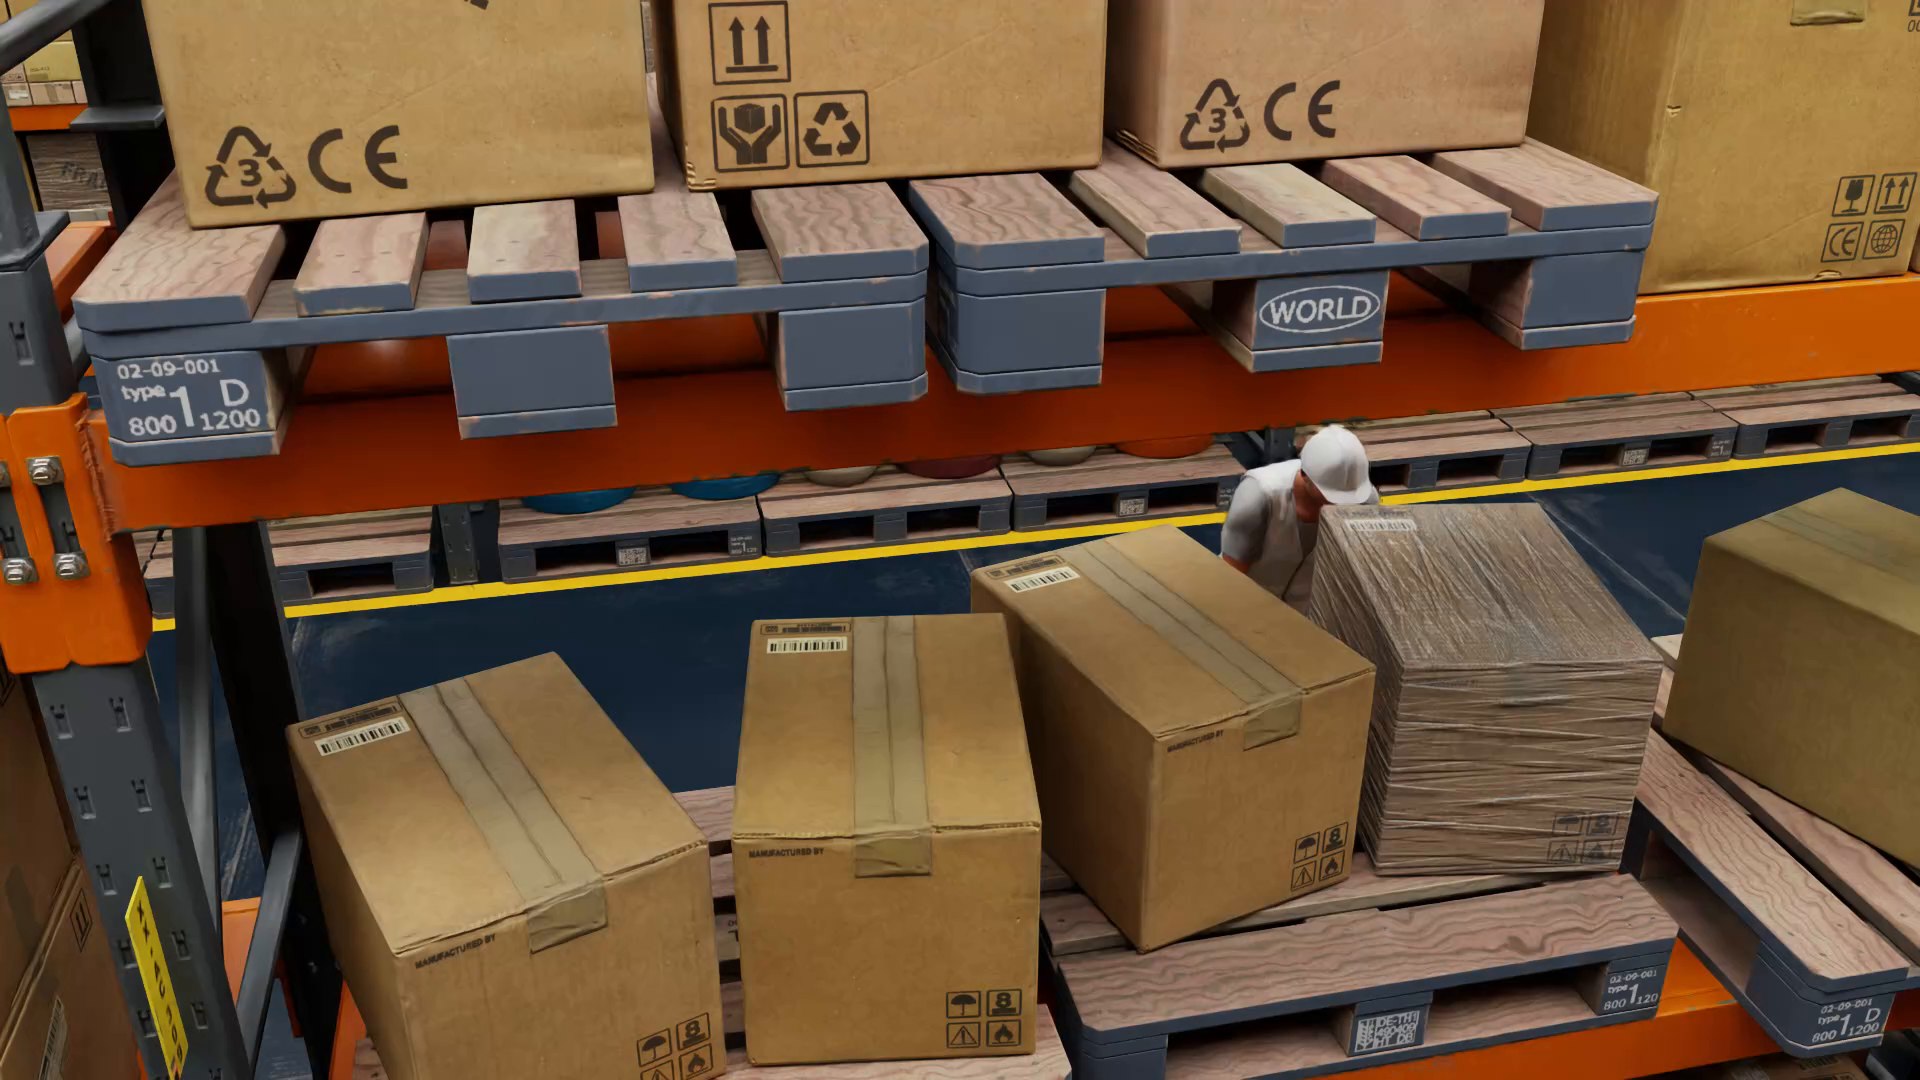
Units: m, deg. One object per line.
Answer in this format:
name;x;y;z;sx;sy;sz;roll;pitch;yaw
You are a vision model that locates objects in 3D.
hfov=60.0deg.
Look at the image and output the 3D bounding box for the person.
person;1.143;0.295;5.707;0.572;1.604;0.625;-6;27;-11
